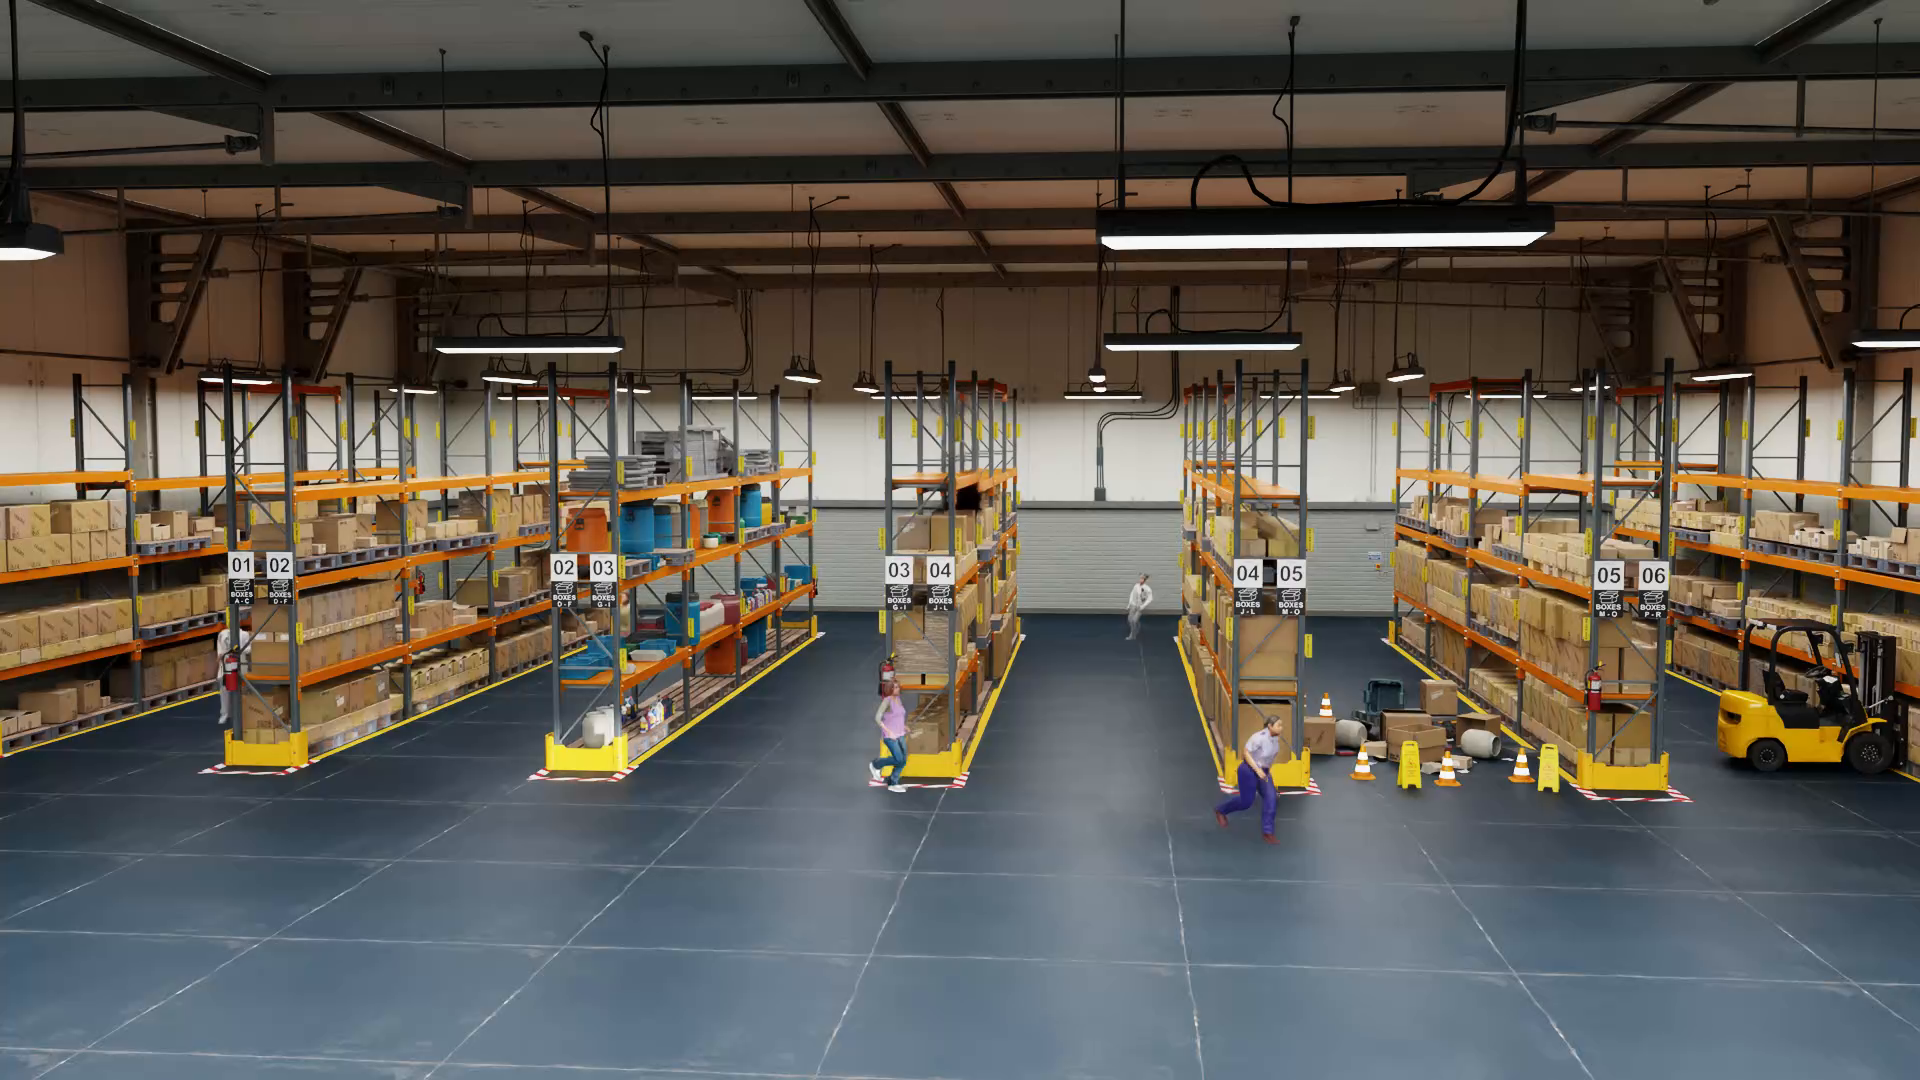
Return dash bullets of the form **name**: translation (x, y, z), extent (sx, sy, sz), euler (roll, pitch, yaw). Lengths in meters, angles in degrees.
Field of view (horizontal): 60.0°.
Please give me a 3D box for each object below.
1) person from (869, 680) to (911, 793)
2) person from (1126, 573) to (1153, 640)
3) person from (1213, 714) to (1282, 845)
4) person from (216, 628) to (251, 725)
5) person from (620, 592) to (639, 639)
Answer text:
- **person**: translation (-0.972, 2.715, 23.064), extent (0.553, 1.556, 0.538), euler (2, 4, 30)
- **person**: translation (4.288, 1.583, 39.682), extent (0.643, 1.618, 0.509), euler (3, 5, 37)
- **person**: translation (3.552, 2.898, 20.414), extent (0.951, 1.611, 0.629), euler (3, 5, 38)
- **person**: translation (-12.546, 2.210, 28.739), extent (0.705, 1.802, 1.046), euler (0, 4, -3)
- **person**: translation (-7.000, 1.904, 34.791), extent (0.570, 1.637, 0.564), euler (0, 4, 1)
